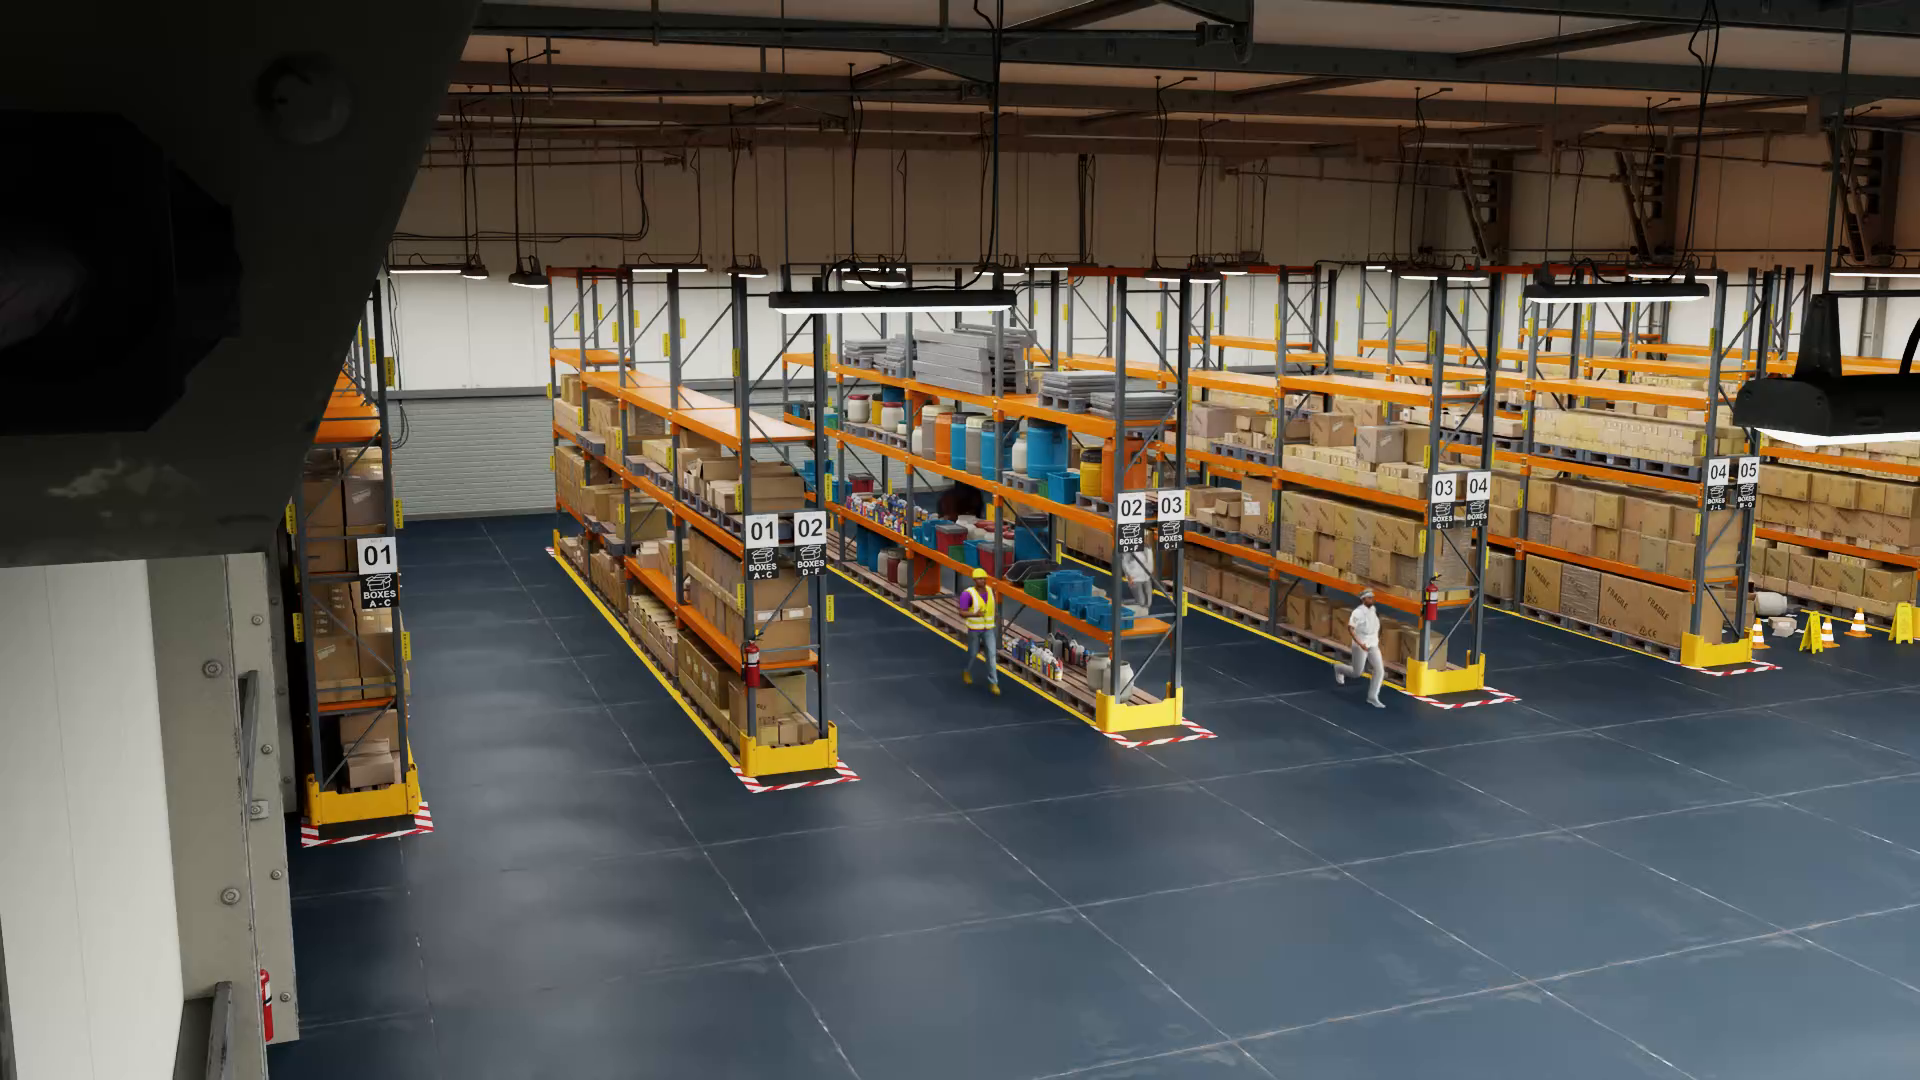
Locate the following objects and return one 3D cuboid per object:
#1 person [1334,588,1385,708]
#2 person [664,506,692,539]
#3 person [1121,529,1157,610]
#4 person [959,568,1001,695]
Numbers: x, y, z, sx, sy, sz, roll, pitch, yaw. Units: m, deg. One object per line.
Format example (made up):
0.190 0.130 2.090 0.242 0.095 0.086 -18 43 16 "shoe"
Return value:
5.695 1.483 23.496 0.568 1.683 0.870 -6 11 -30 "person"
-5.836 -0.495 34.790 0.640 1.641 0.585 -6 12 -32 "person"
3.010 0.641 28.054 0.648 1.724 0.616 -6 12 -31 "person"
0.299 1.277 24.005 0.694 1.760 0.983 -4 11 -24 "person"
